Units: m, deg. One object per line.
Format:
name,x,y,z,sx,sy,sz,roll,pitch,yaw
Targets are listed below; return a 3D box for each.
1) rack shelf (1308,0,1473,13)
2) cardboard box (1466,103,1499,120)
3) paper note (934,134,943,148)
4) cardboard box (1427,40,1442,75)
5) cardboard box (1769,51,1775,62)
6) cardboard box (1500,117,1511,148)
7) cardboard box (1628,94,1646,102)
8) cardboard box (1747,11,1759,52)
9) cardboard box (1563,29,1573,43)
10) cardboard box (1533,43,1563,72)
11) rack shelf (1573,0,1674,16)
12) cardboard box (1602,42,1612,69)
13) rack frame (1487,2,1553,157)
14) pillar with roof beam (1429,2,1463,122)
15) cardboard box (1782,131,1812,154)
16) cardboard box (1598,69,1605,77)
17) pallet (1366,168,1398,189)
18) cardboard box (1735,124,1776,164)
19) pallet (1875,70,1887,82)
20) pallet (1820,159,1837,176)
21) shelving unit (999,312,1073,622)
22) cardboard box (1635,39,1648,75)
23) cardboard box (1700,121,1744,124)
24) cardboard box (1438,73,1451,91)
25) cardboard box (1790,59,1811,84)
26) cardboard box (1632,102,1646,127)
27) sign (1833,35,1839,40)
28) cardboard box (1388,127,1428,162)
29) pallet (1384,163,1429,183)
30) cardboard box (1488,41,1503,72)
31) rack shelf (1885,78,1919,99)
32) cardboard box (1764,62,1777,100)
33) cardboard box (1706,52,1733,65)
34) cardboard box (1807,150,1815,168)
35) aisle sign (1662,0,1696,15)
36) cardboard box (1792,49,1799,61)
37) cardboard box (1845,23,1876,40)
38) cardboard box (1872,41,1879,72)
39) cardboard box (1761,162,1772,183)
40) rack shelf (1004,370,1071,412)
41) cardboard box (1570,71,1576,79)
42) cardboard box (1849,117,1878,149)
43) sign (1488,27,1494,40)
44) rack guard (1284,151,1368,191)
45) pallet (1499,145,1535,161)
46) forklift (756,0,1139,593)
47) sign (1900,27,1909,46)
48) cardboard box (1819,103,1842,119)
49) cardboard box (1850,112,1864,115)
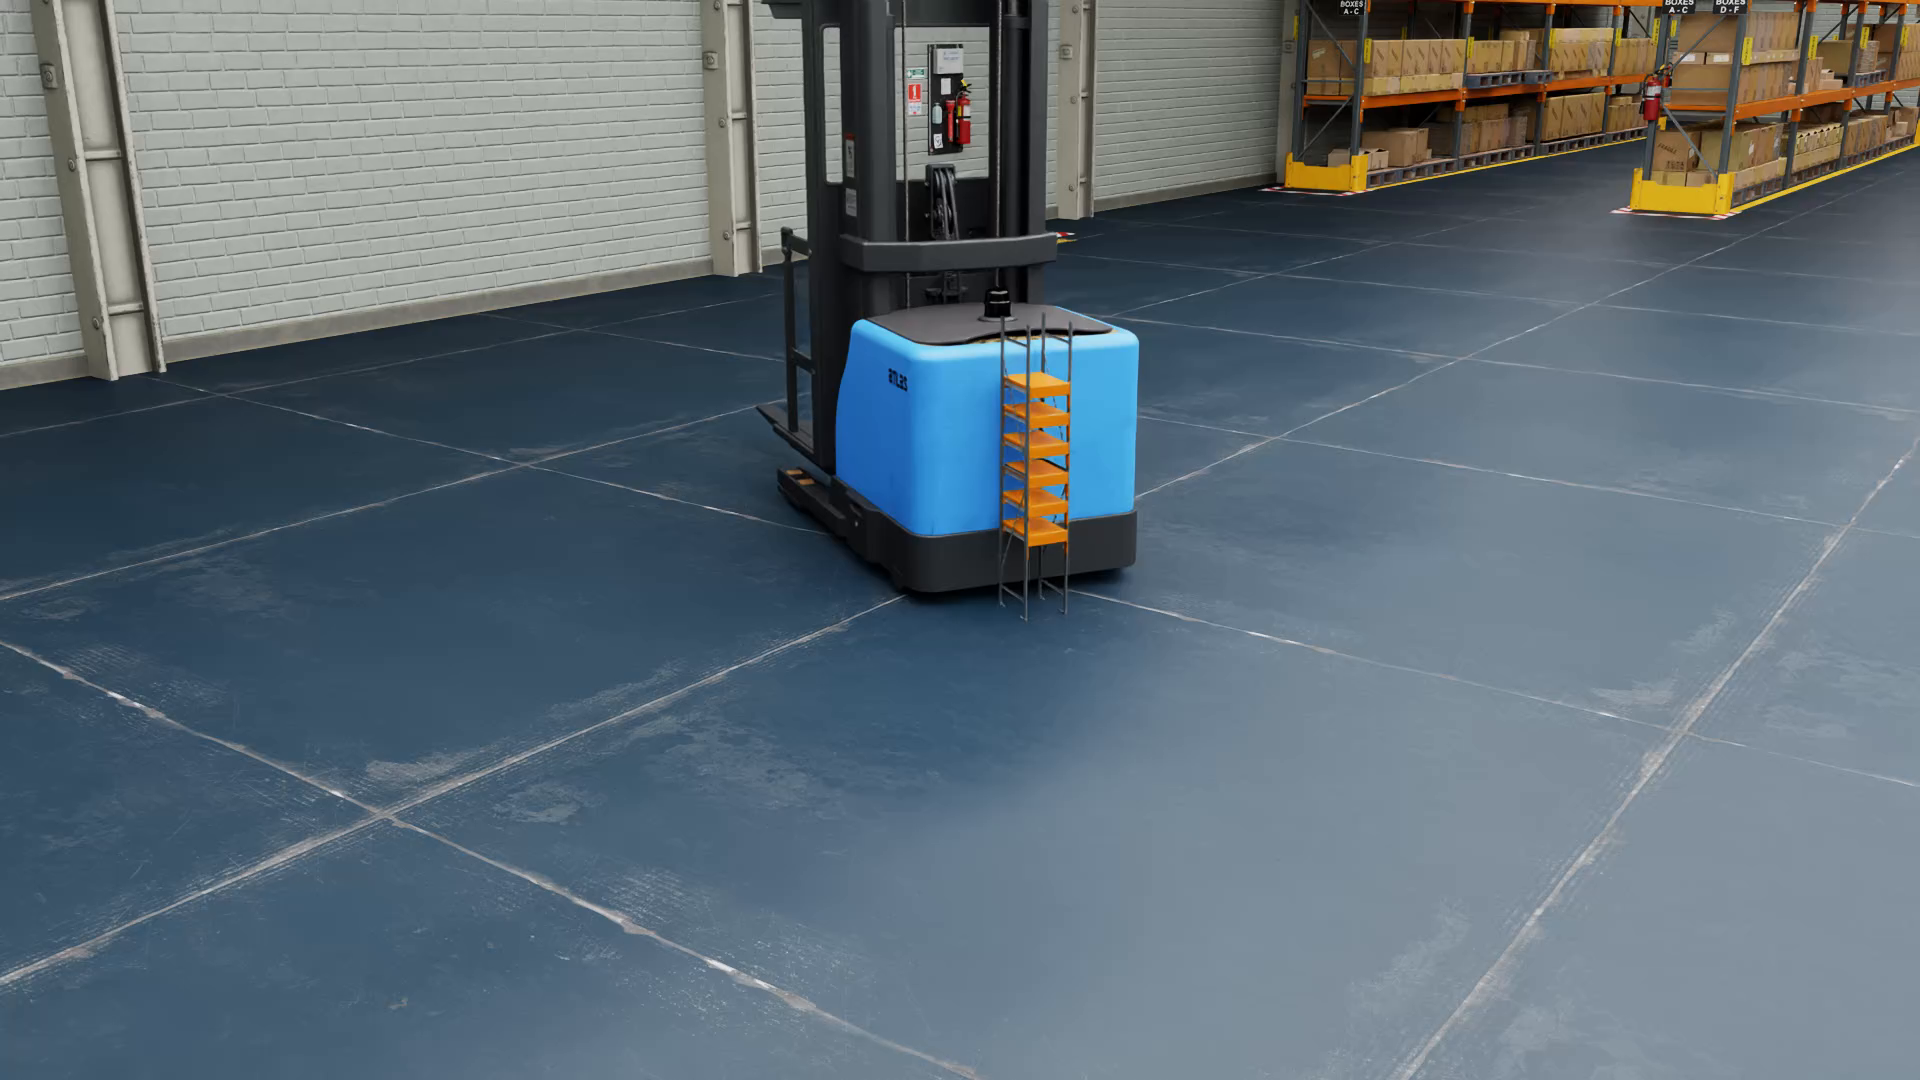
rack shelf,6.469,-8.113,24.966,1.077,0.370,4.000,12,21,35
cardboard box,8.964,-7.399,28.720,0.500,0.250,0.500,12,21,34
paper note,-0.239,-4.406,18.358,0.016,0.148,0.142,12,21,35
cardboard box,7.026,-7.391,25.441,0.500,0.500,0.500,12,21,33
cardboard box,10.738,-6.515,22.402,0.380,0.149,0.250,13,22,36
cardboard box,9.257,-7.186,29.301,0.700,0.500,0.500,12,21,35
cardboard box,14.392,-9.367,35.262,0.380,0.149,0.250,13,22,36
cardboard box,9.887,-6.588,21.545,0.700,0.500,0.500,12,21,33
cardboard box,10.841,-9.201,30.347,0.500,0.250,0.500,12,21,34
cardboard box,10.539,-8.723,30.071,0.500,0.500,0.500,13,22,36
rack shelf,13.619,-10.971,34.170,1.077,0.370,4.000,12,21,35
cardboard box,12.355,-9.451,32.415,0.500,0.500,0.500,12,21,34
rack frame,10.044,-8.453,29.906,1.000,3.000,0.127,12,21,35
pillar with roof beam,12.032,-10.401,26.062,9.100,9.000,0.400,12,21,35
cardboard box,12.390,-5.954,24.841,0.500,0.311,0.500,12,21,34
cardboard box,12.322,-9.100,32.381,0.380,0.149,0.250,13,21,36
pallet,5.835,-5.421,24.845,1.003,0.211,1.213,12,21,35
cardboard box,10.938,-5.485,23.014,0.500,0.500,0.500,12,21,35
pallet,15.844,-8.268,29.636,1.003,0.211,1.213,12,21,35
pallet,13.503,-6.058,26.894,1.003,0.211,1.213,12,21,35
shelving unit,0.297,-0.288,6.639,0.189,1.200,0.258,-9,20,-24
cardboard box,13.629,-10.023,34.457,0.980,0.700,0.700,11,20,32
cardboard box,10.822,-5.696,23.691,0.500,0.500,0.500,12,21,35
cardboard box,7.318,-7.155,25.944,0.500,0.250,0.500,13,21,35
cardboard box,12.426,-6.979,24.991,0.500,0.500,0.500,14,22,39
cardboard box,14.176,-9.062,35.373,0.700,0.500,0.500,12,21,35
sign,15.968,-9.039,30.333,0.100,0.325,0.005,12,21,35
cardboard box,7.074,-6.262,26.325,0.500,0.500,0.500,11,20,31
pallet,6.562,-5.711,25.777,1.003,0.211,1.213,12,21,35
cardboard box,8.697,-8.167,28.076,0.700,0.500,0.500,16,24,42
rack shelf,17.600,-8.664,31.799,1.077,0.370,4.000,12,21,35
cardboard box,10.771,-6.321,22.873,0.700,0.500,0.500,13,21,35
cardboard box,9.665,-6.086,21.022,0.380,0.149,0.250,12,21,34
cardboard box,12.693,-5.811,25.326,0.500,0.250,0.500,12,21,33
aisle sign,8.983,-6.951,20.686,0.394,0.787,0.004,12,21,35
cardboard box,11.651,-6.881,23.581,0.380,0.149,0.250,12,21,35
cardboard box,16.501,-9.223,30.530,0.500,0.500,0.500,13,21,35
cardboard box,15.405,-8.348,28.691,0.700,0.500,0.500,7,19,21
cardboard box,10.949,-5.125,23.118,0.500,0.250,0.500,12,21,35
rack shelf,0.297,-0.588,6.541,0.180,0.103,0.258,-9,20,-24
cardboard box,11.331,-8.747,31.244,0.380,0.149,0.250,13,21,35
cardboard box,15.744,-7.144,29.163,0.500,0.500,0.500,13,21,35
sign,9.596,-9.103,30.048,0.100,0.325,0.005,12,21,35
rack guard,5.323,-5.372,24.199,1.175,0.500,0.348,12,21,35
pallet,9.577,-6.935,29.721,1.003,0.211,1.213,12,21,35
forklift,-0.270,-1.580,7.889,1.130,2.935,3.031,-7,19,-21
sign,16.856,-8.987,29.673,0.100,0.325,0.005,12,21,35
cardboard box,15.030,-7.476,28.968,0.500,0.250,0.500,12,21,34
cardboard box,16.520,-7.733,31.062,0.500,0.500,0.500,12,21,35
